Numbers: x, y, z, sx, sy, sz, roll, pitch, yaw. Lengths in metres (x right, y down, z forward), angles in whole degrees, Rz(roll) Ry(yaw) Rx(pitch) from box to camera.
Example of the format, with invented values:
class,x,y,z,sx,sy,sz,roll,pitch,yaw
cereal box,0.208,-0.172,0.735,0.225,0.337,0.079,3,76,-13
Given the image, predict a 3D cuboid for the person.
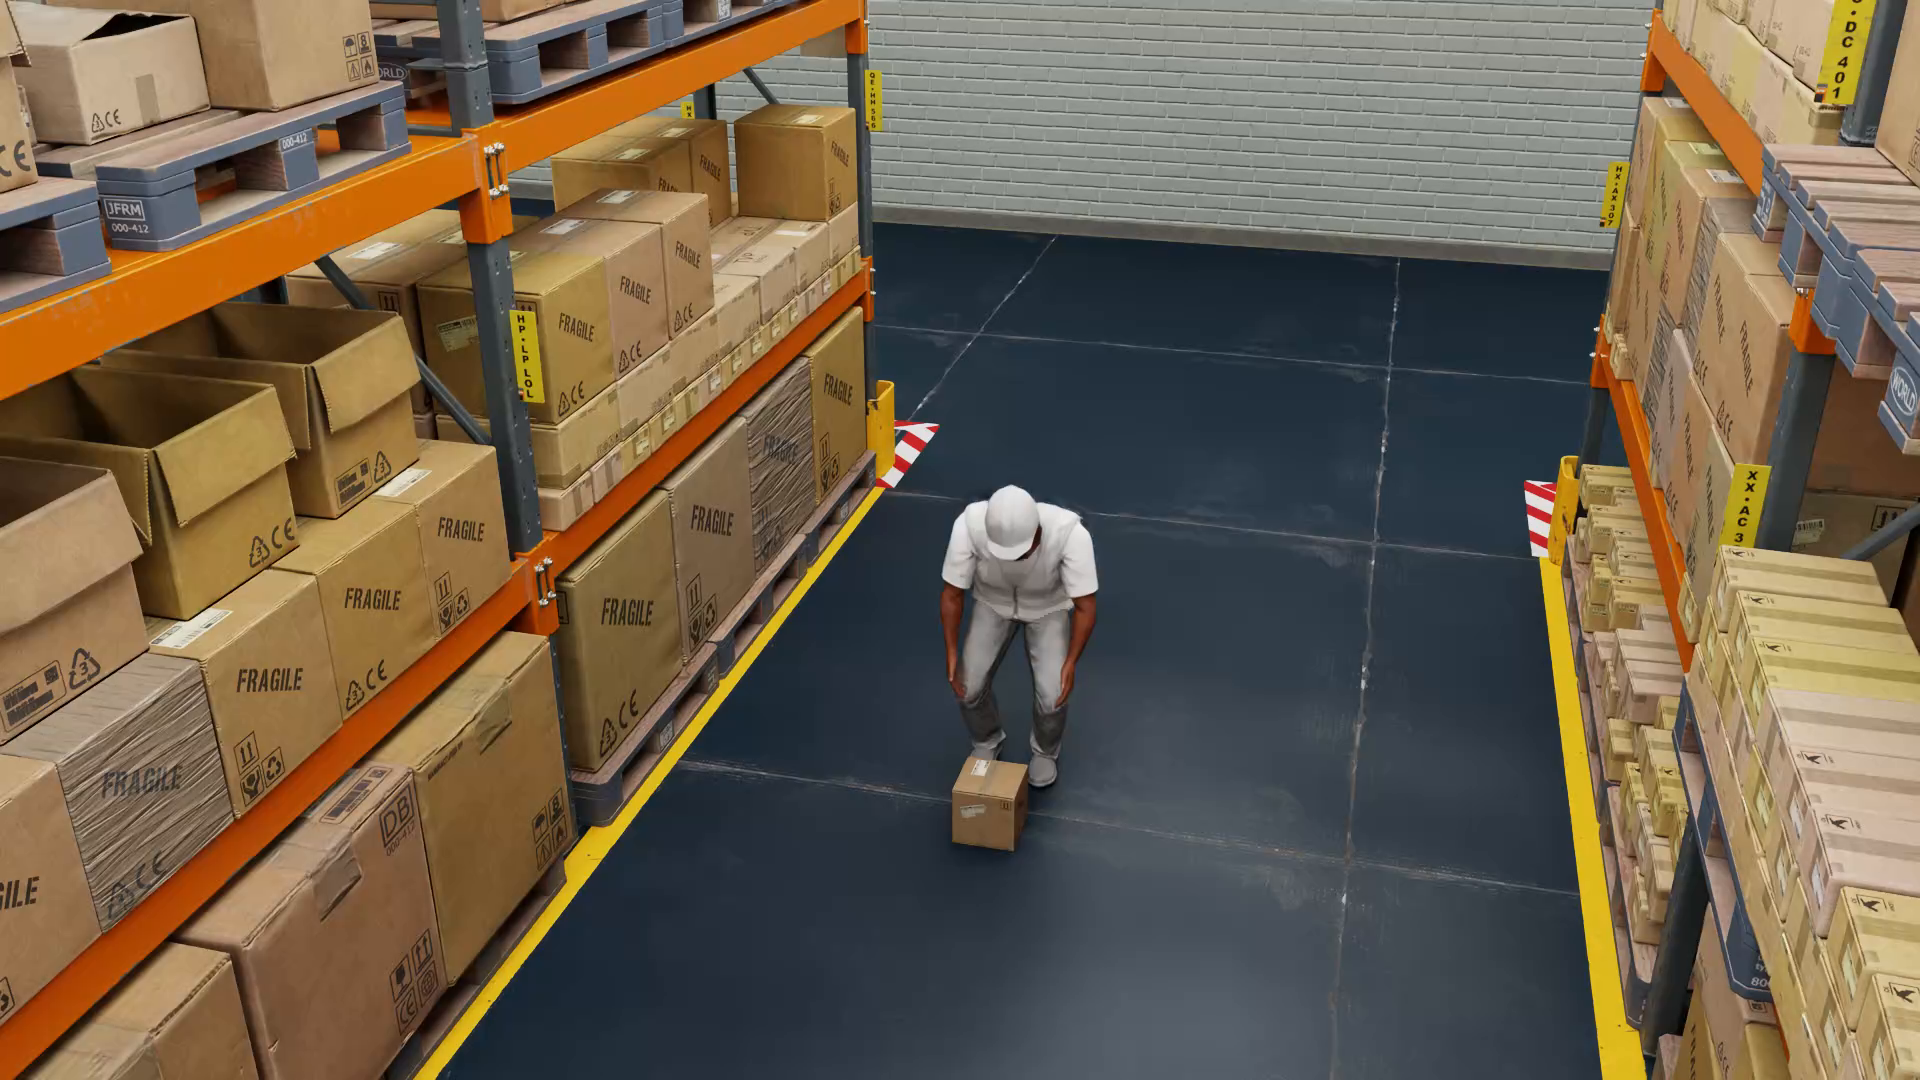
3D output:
class,x,y,z,sx,sy,sz,roll,pitch,yaw
person,0.253,0.351,6.731,0.631,1.428,0.747,6,26,13
